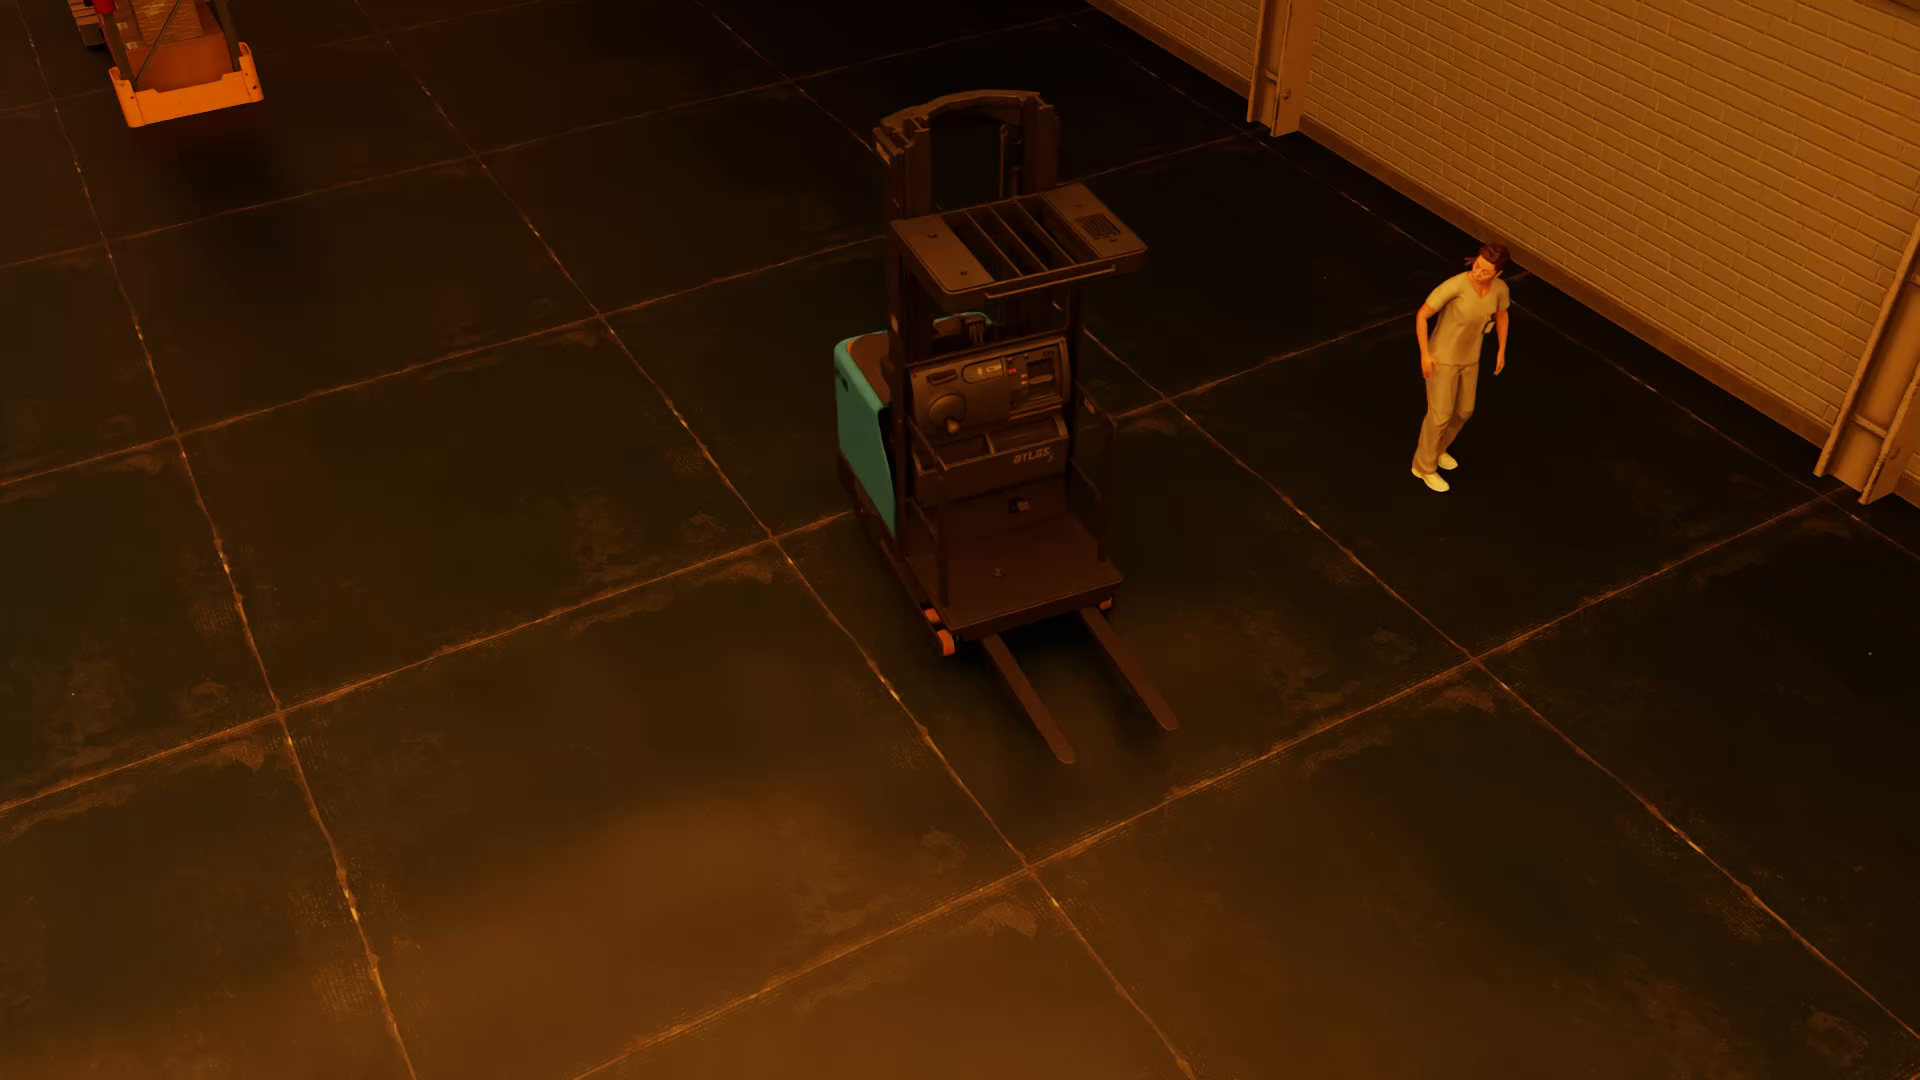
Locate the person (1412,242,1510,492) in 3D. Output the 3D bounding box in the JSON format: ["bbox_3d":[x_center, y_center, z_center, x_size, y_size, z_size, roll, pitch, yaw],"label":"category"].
[{"bbox_3d":[3.148,-1.099,10.368,0.639,1.649,0.481,-16,42,-18],"label":"person"}]

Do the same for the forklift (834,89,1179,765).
[{"bbox_3d":[0.258,-0.769,8.963,1.130,2.935,3.031,-15,42,-18],"label":"forklift"}]
